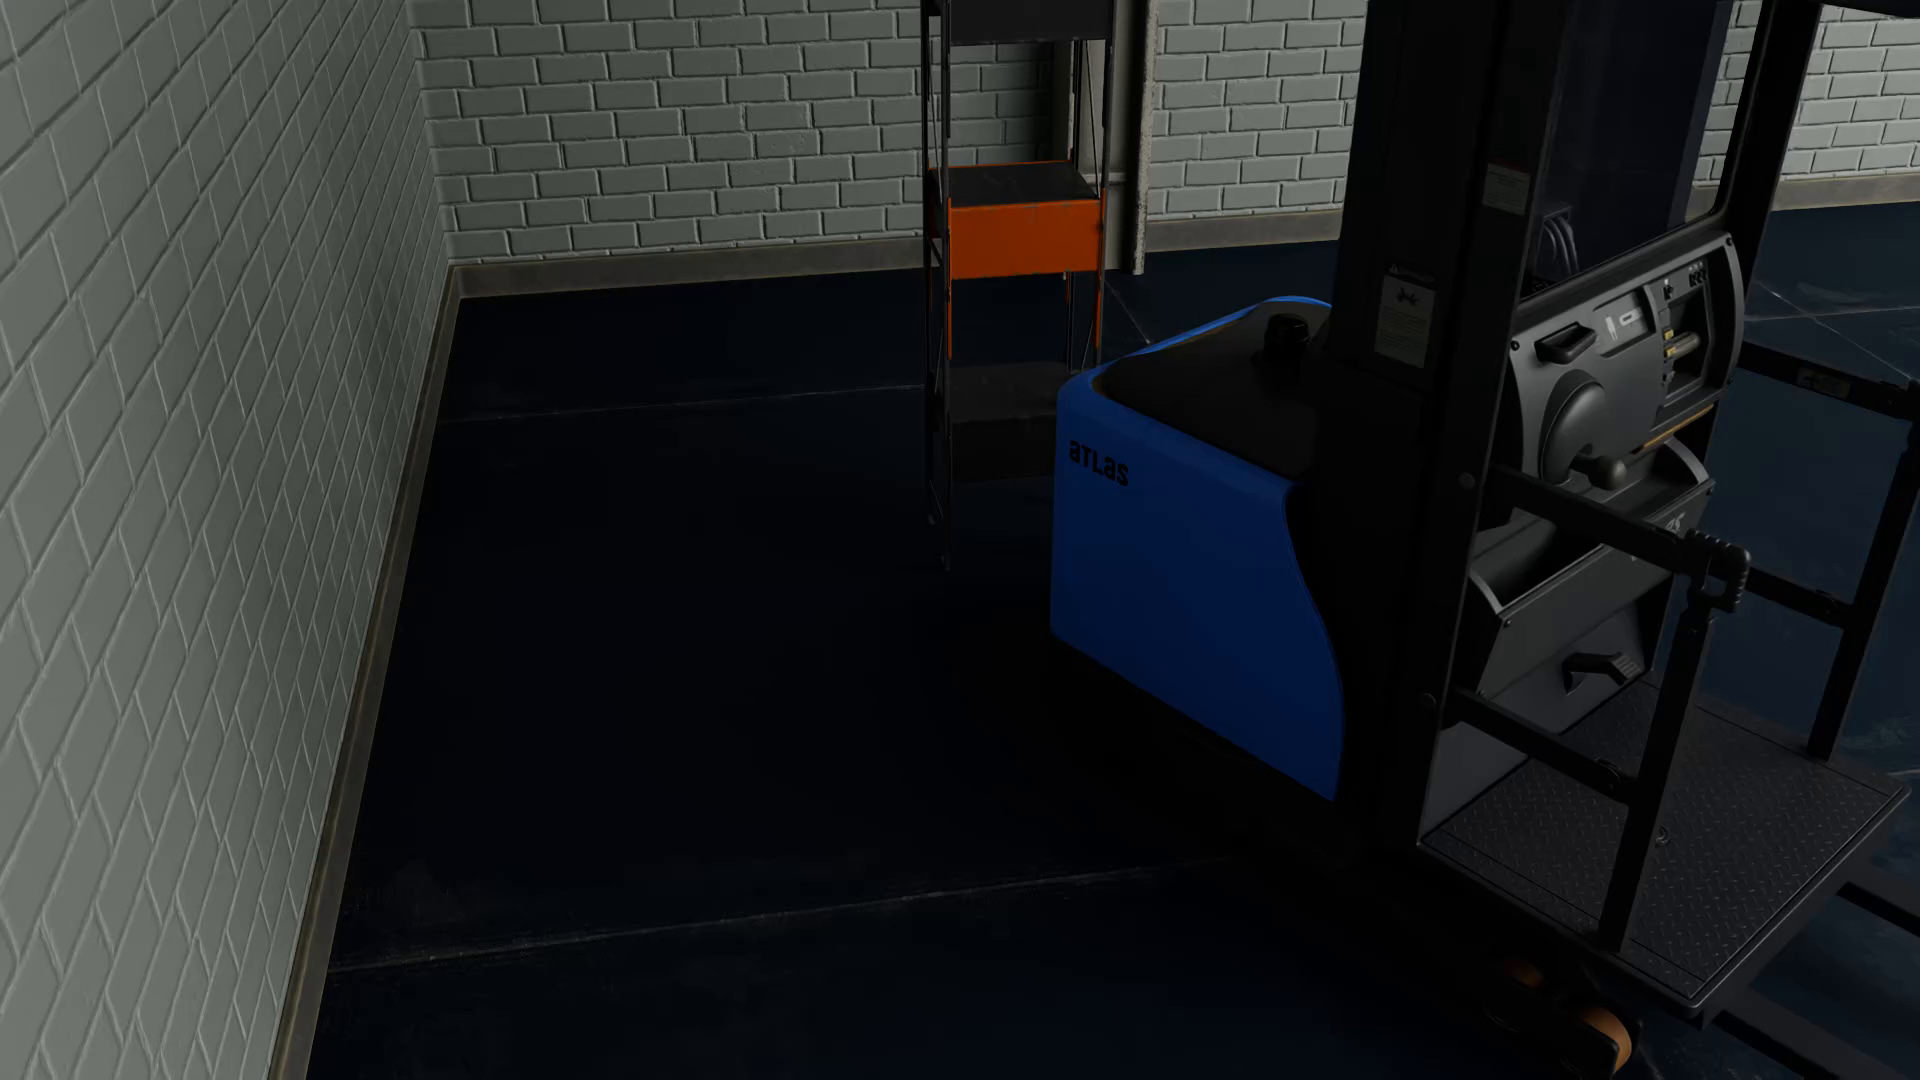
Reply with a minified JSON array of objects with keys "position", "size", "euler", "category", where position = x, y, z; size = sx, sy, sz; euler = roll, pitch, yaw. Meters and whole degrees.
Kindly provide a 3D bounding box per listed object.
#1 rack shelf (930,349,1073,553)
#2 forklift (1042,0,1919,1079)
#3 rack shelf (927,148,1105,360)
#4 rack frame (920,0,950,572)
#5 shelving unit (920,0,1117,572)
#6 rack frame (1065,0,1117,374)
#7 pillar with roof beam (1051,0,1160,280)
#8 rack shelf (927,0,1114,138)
[{"position":[0.163,-0.305,5.605],"size":[0.480,0.518,0.431],"euler":[-5,31,-9],"category":"rack shelf"},{"position":[1.591,-0.354,3.461],"size":[1.130,2.935,3.031],"euler":[-24,38,-35],"category":"forklift"},{"position":[0.163,-0.908,5.250],"size":[0.480,0.518,0.431],"euler":[-5,31,-9],"category":"rack shelf"},{"position":[-0.077,-0.898,5.206],"size":[0.015,2.100,0.400],"euler":[-5,31,-9],"category":"rack frame"},{"position":[0.163,-0.920,5.243],"size":[0.503,2.100,0.431],"euler":[-5,31,-9],"category":"shelving unit"},{"position":[0.403,-0.943,5.281],"size":[0.015,2.100,0.400],"euler":[-5,31,-9],"category":"rack frame"},{"position":[1.425,-3.055,2.068],"size":[0.400,9.000,9.100],"euler":[-5,31,-9],"category":"pillar with roof beam"},{"position":[0.163,-1.512,4.896],"size":[0.480,0.518,0.431],"euler":[-5,31,-9],"category":"rack shelf"}]
